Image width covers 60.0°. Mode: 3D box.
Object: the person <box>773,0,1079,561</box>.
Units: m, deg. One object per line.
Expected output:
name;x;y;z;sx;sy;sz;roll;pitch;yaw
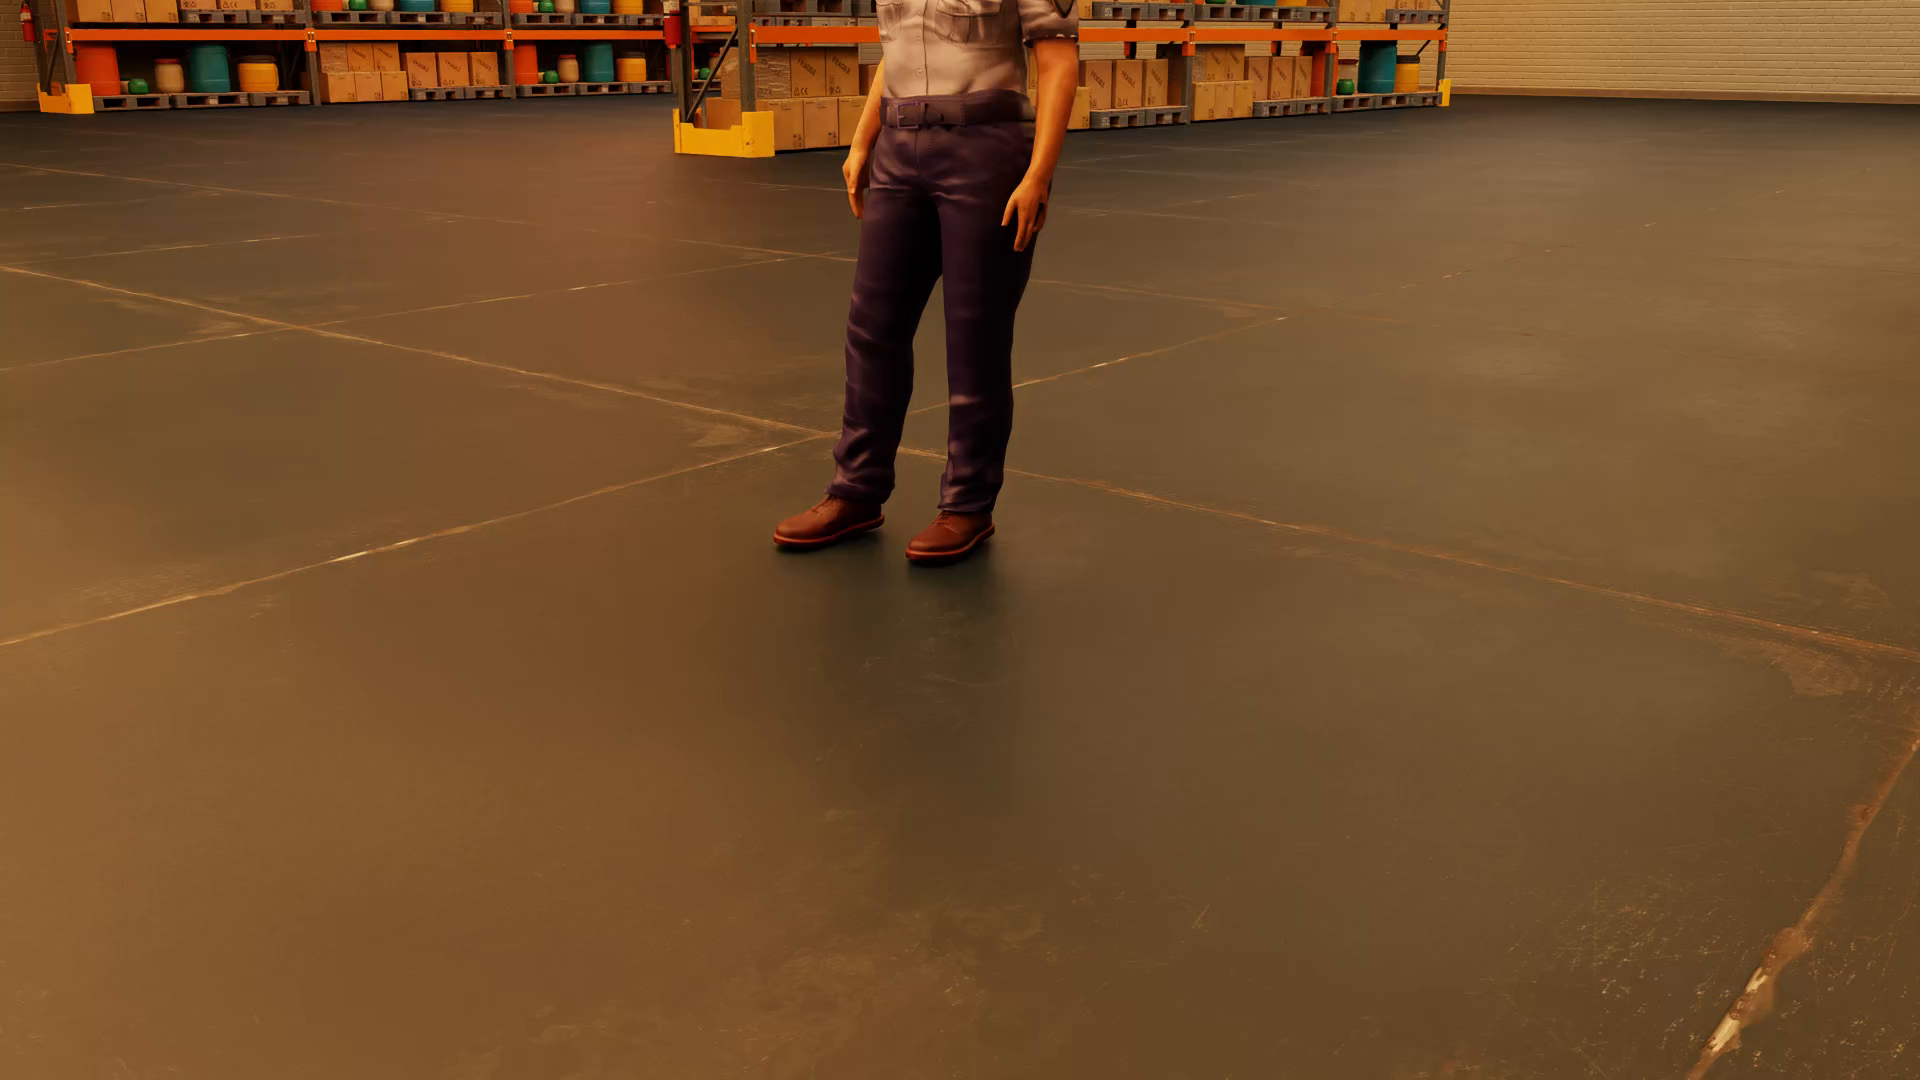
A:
person;-0.075;-0.781;3.648;0.598;1.651;0.503;13;21;37
